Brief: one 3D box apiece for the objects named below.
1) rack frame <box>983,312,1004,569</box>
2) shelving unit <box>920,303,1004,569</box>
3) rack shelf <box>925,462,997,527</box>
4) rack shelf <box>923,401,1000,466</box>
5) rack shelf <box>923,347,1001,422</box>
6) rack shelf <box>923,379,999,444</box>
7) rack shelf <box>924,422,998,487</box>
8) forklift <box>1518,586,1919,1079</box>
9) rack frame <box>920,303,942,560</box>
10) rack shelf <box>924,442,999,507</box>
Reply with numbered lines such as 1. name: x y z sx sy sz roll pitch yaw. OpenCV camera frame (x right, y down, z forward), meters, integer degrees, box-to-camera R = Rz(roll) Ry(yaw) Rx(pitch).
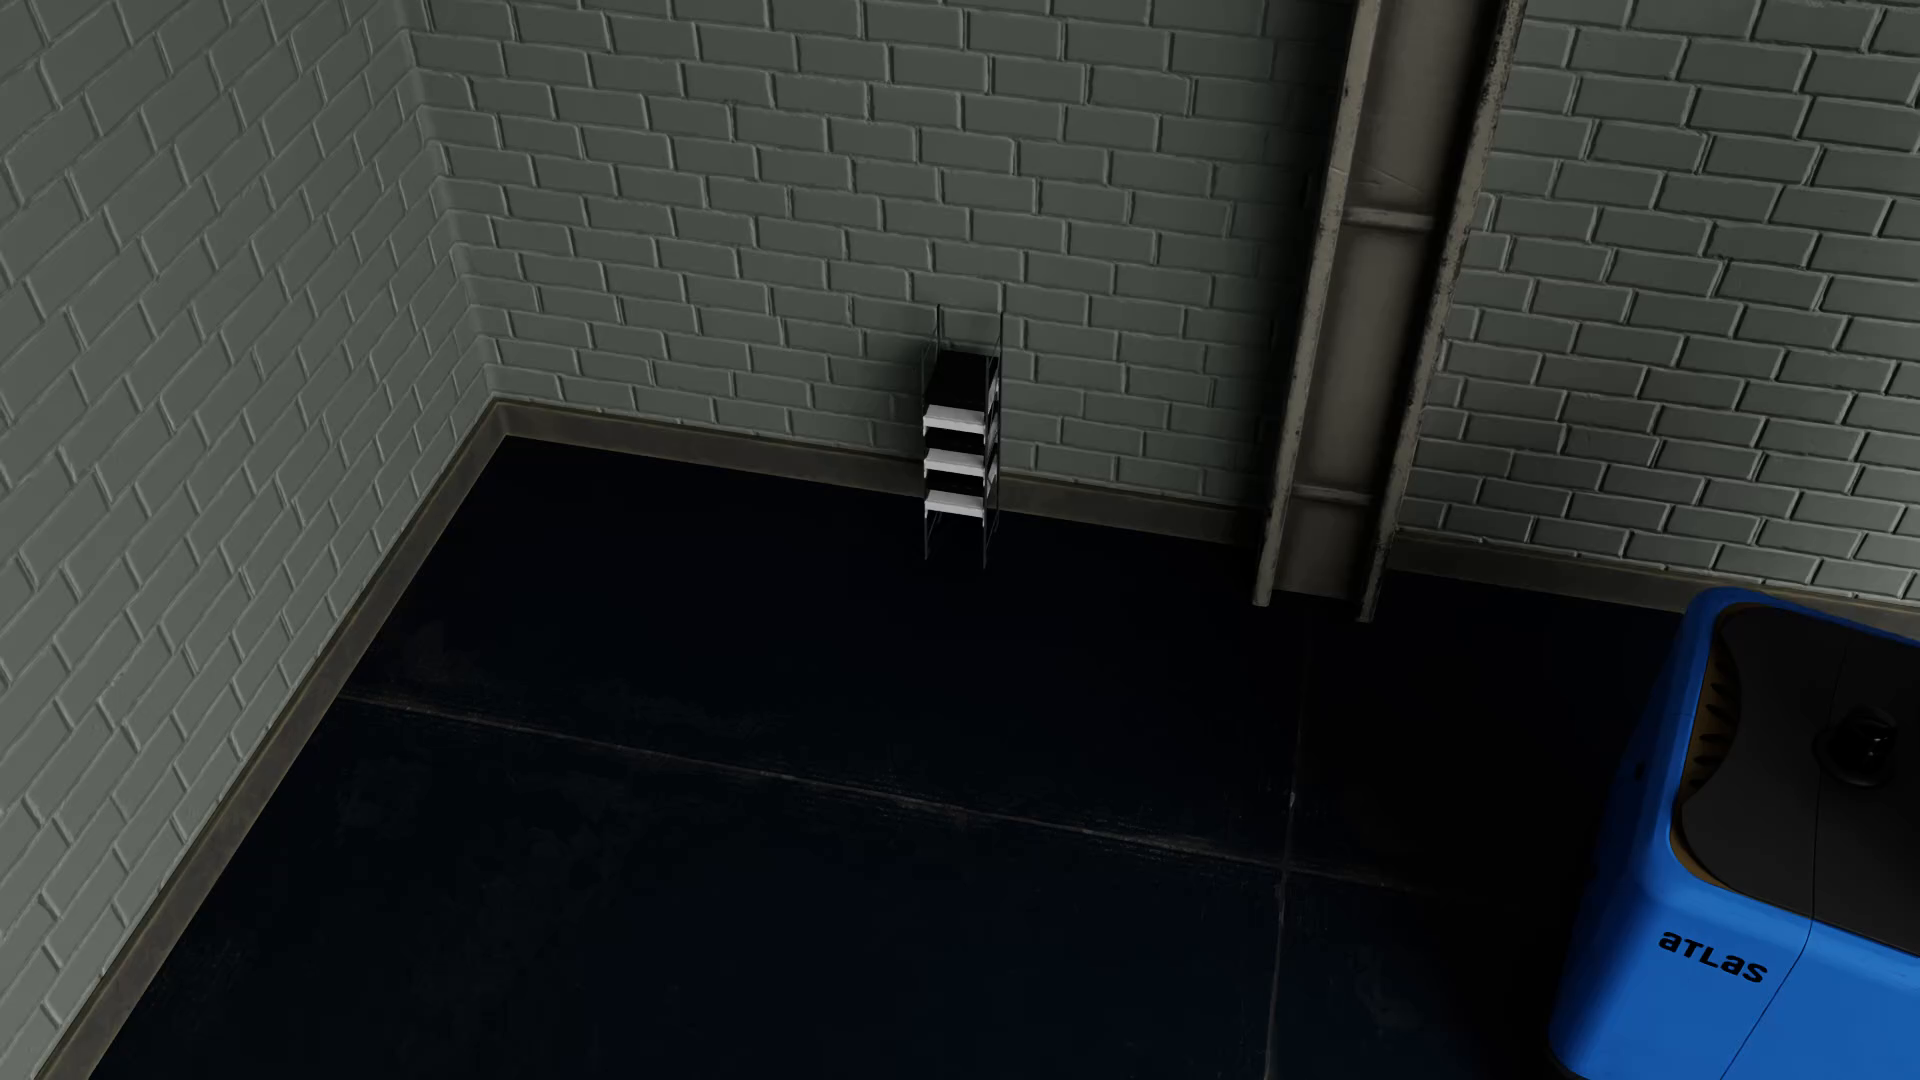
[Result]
1. rack frame: 0.107 -0.308 5.421 0.006 0.900 0.240 9 45 9
2. shelving unit: 0.008 -0.323 5.437 0.210 0.900 0.258 9 45 9
3. rack shelf: 0.008 -0.169 5.585 0.200 0.077 0.258 9 45 9
4. rack shelf: 0.008 -0.364 5.397 0.200 0.077 0.258 9 45 9
5. rack shelf: 0.008 -0.493 5.273 0.200 0.077 0.258 9 45 9
6. rack shelf: 0.008 -0.429 5.335 0.200 0.077 0.258 9 45 9
7. rack shelf: 0.008 -0.299 5.460 0.200 0.077 0.258 9 45 9
8. forklift: 2.967 0.559 3.055 3.031 2.935 1.130 19 47 18
9. rack frame: -0.091 -0.338 5.453 0.006 0.900 0.240 9 45 9
10. rack shelf: 0.008 -0.234 5.522 0.200 0.077 0.258 9 45 9
